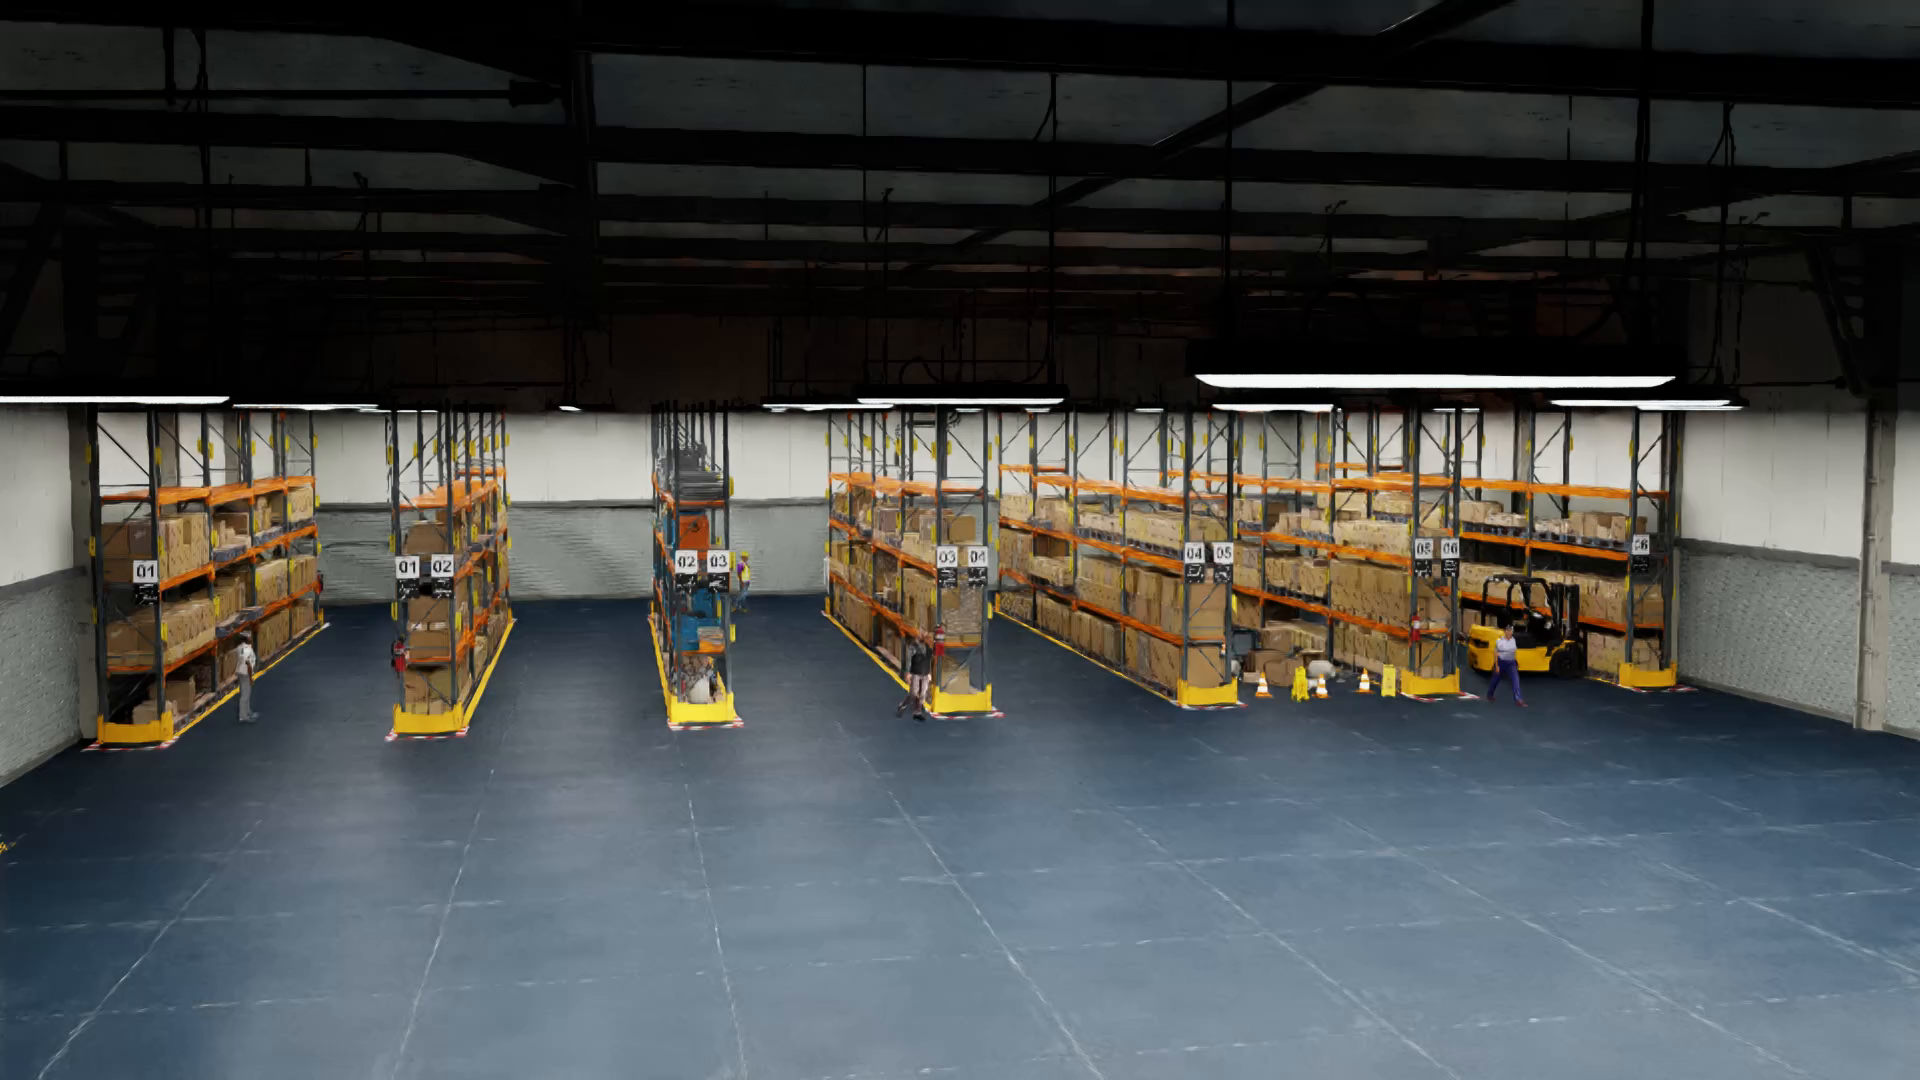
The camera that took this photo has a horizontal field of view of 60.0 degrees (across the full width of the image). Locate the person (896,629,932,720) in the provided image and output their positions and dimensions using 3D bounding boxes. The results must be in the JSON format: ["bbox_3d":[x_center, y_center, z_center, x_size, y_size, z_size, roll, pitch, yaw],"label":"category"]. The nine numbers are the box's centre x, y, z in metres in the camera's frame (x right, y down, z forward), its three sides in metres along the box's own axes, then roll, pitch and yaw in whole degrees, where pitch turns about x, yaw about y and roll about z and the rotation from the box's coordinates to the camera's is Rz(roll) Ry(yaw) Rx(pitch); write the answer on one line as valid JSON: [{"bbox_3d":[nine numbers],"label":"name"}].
[{"bbox_3d":[-0.852,2.514,31.171,0.643,1.708,0.528,-4,6,-39],"label":"person"}]

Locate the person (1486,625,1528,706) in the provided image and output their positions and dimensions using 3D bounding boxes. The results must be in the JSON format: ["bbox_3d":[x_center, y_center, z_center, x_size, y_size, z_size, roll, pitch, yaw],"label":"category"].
[{"bbox_3d":[10.769,2.452,32.837,0.479,1.567,1.090,-1,4,-10],"label":"person"}]

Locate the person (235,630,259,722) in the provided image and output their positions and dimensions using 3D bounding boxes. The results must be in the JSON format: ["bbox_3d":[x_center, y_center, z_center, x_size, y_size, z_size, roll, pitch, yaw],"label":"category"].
[{"bbox_3d":[-13.330,2.526,31.140,0.440,1.683,0.551,-3,5,-38],"label":"person"}]

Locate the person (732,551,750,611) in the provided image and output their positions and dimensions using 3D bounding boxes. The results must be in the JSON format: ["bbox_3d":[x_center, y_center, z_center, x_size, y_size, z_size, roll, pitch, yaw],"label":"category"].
[{"bbox_3d":[-6.348,1.200,48.240,0.465,1.756,0.722,1,4,14],"label":"person"}]

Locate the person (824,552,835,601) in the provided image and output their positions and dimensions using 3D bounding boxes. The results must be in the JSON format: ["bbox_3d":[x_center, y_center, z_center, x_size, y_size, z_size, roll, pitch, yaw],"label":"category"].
[{"bbox_3d":[-3.798,1.084,49.679,0.521,1.771,0.762,-4,6,-44],"label":"person"}]
